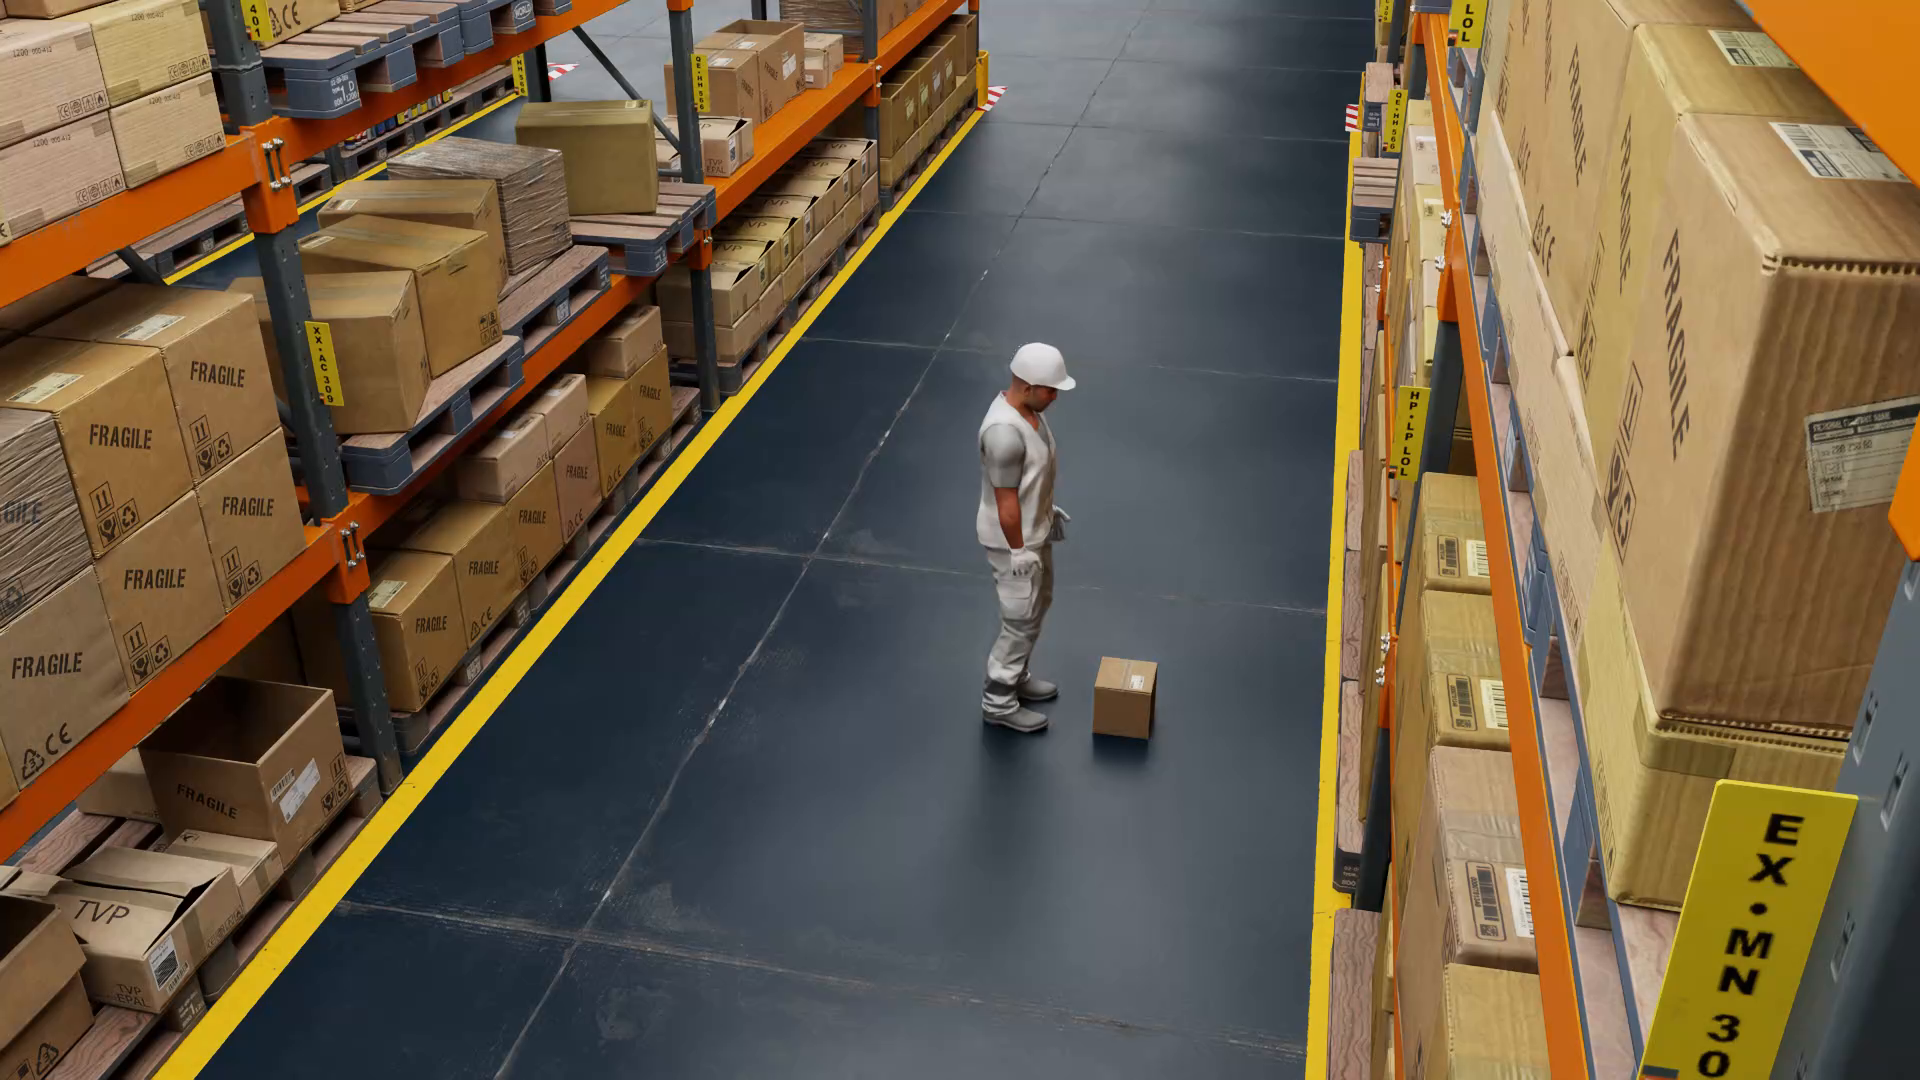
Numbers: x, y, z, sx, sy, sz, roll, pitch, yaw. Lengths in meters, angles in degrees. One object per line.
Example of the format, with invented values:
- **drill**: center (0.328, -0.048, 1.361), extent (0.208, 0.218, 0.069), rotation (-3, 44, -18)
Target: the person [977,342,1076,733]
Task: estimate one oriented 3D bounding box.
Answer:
- **person**: center (0.280, -0.022, 7.161), extent (0.388, 1.767, 0.533), rotation (6, 29, 12)
